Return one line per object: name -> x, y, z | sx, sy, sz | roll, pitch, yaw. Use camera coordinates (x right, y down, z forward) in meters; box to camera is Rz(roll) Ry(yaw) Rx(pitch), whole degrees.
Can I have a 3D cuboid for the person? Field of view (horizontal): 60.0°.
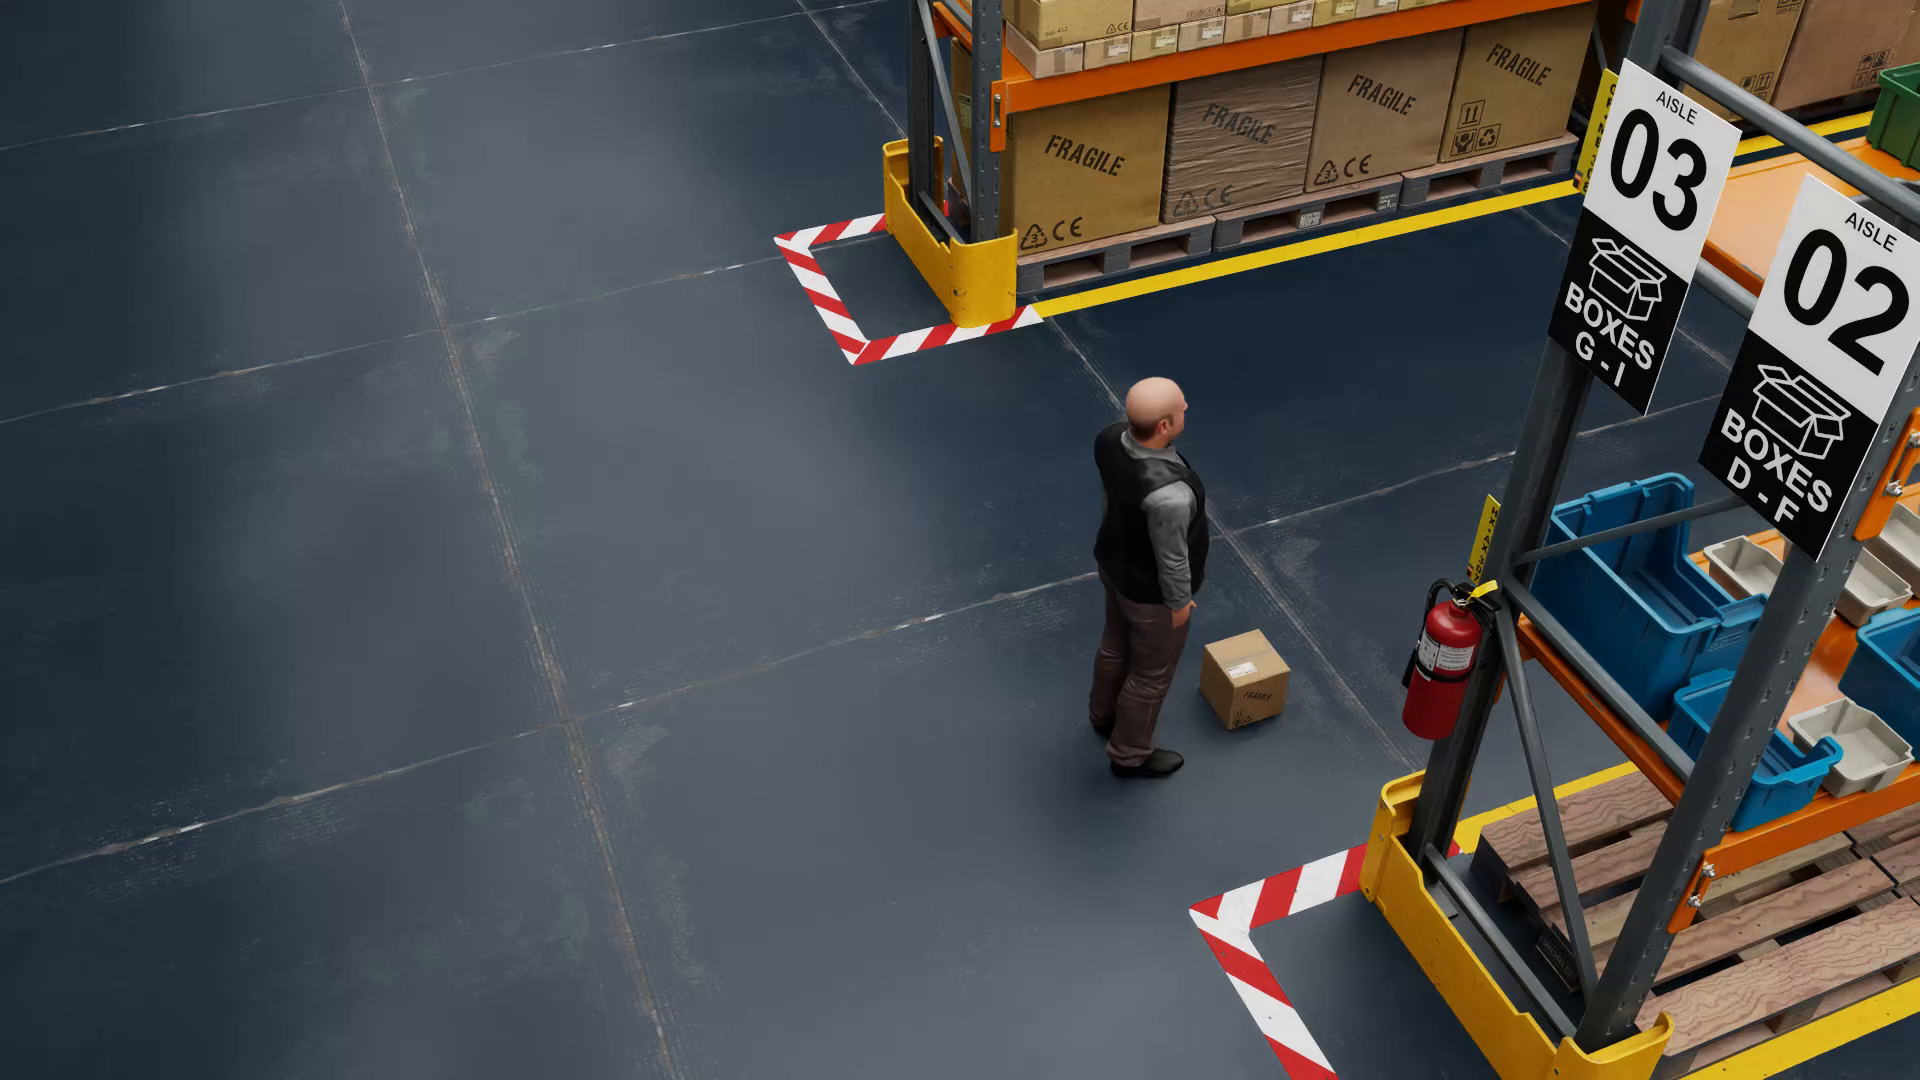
person -> 0.680, 0.132, 6.043 | 0.361, 1.745, 0.539 | -15, 44, -16
